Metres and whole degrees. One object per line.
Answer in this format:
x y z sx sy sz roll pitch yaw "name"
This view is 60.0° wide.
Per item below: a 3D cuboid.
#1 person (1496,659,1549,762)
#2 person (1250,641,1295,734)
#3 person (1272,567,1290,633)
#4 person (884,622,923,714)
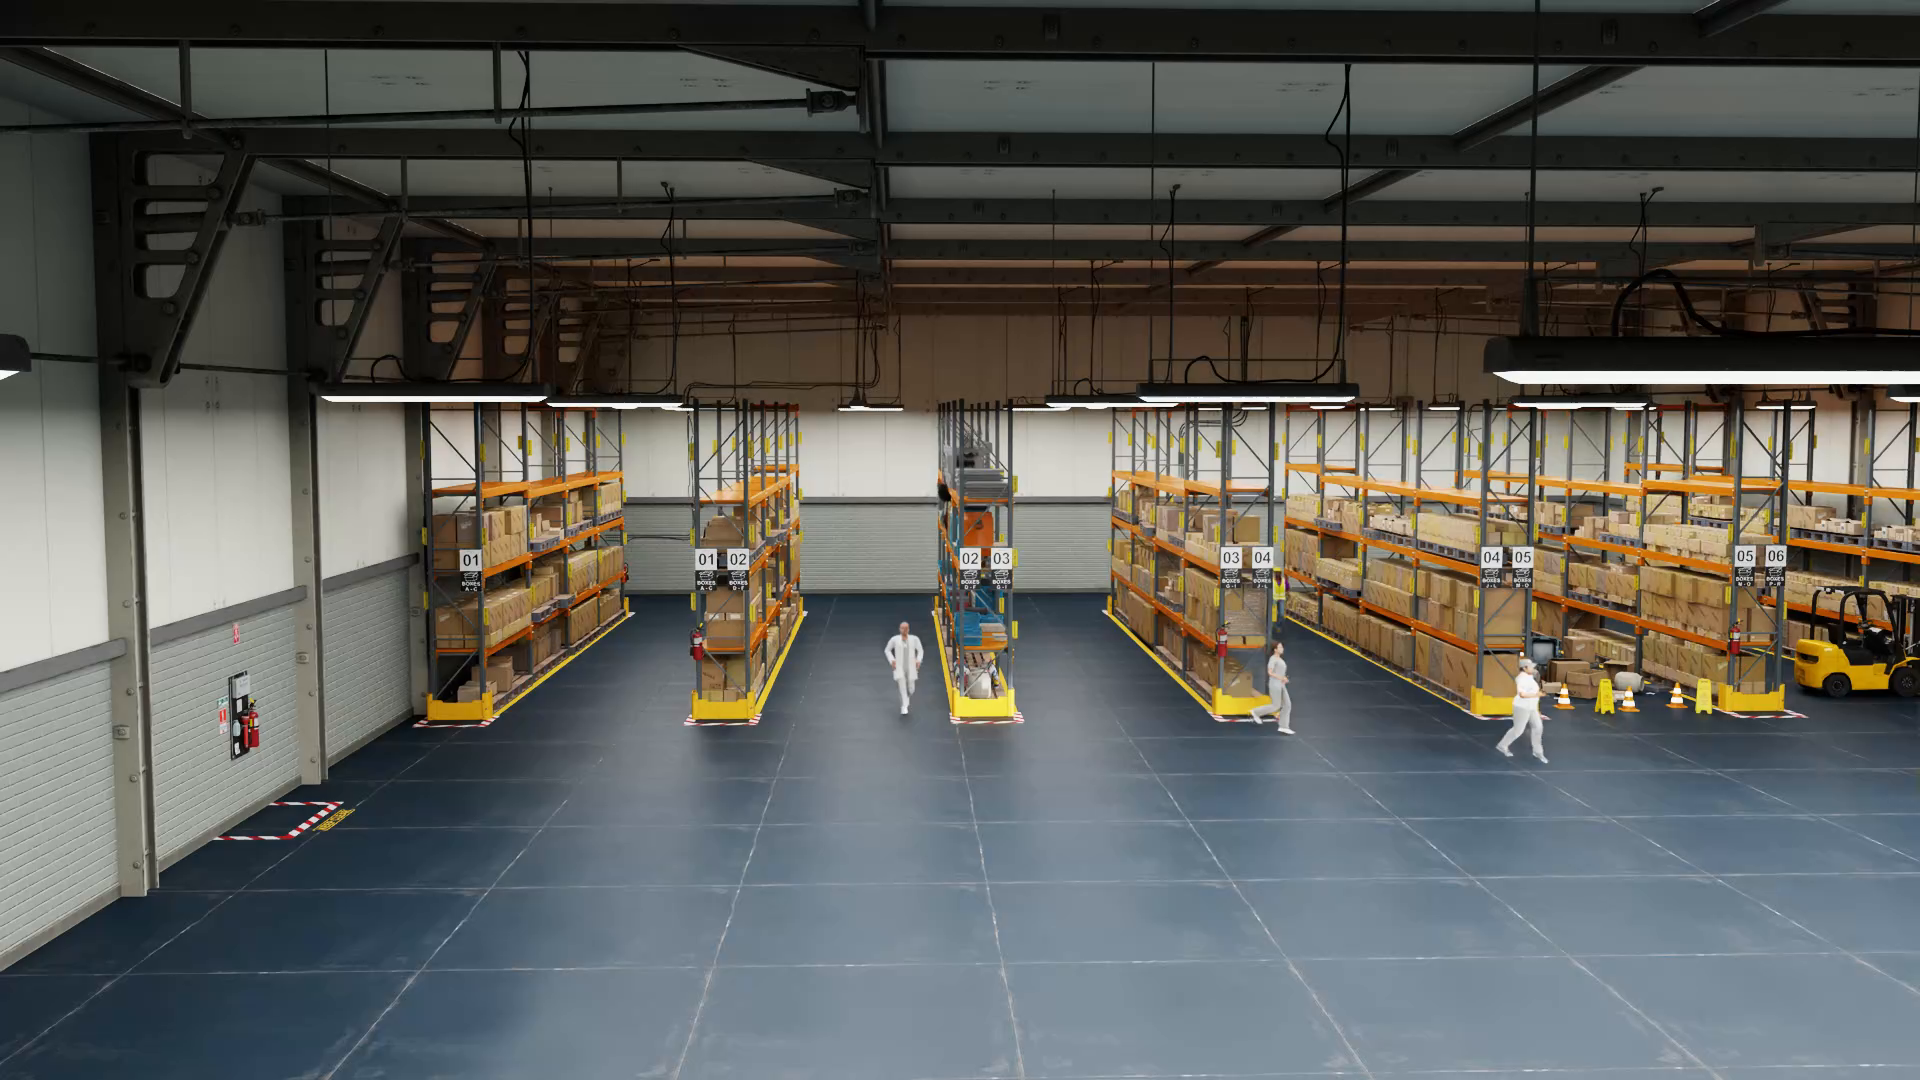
9.292 2.812 27.443 0.816 1.722 0.593 3 5 36 "person"
5.657 2.642 29.923 0.827 1.662 0.570 2 5 30 "person"
8.301 1.567 43.426 0.699 1.719 0.605 0 4 -4 "person"
-1.074 2.430 31.850 0.741 1.726 0.742 -1 4 -9 "person"
